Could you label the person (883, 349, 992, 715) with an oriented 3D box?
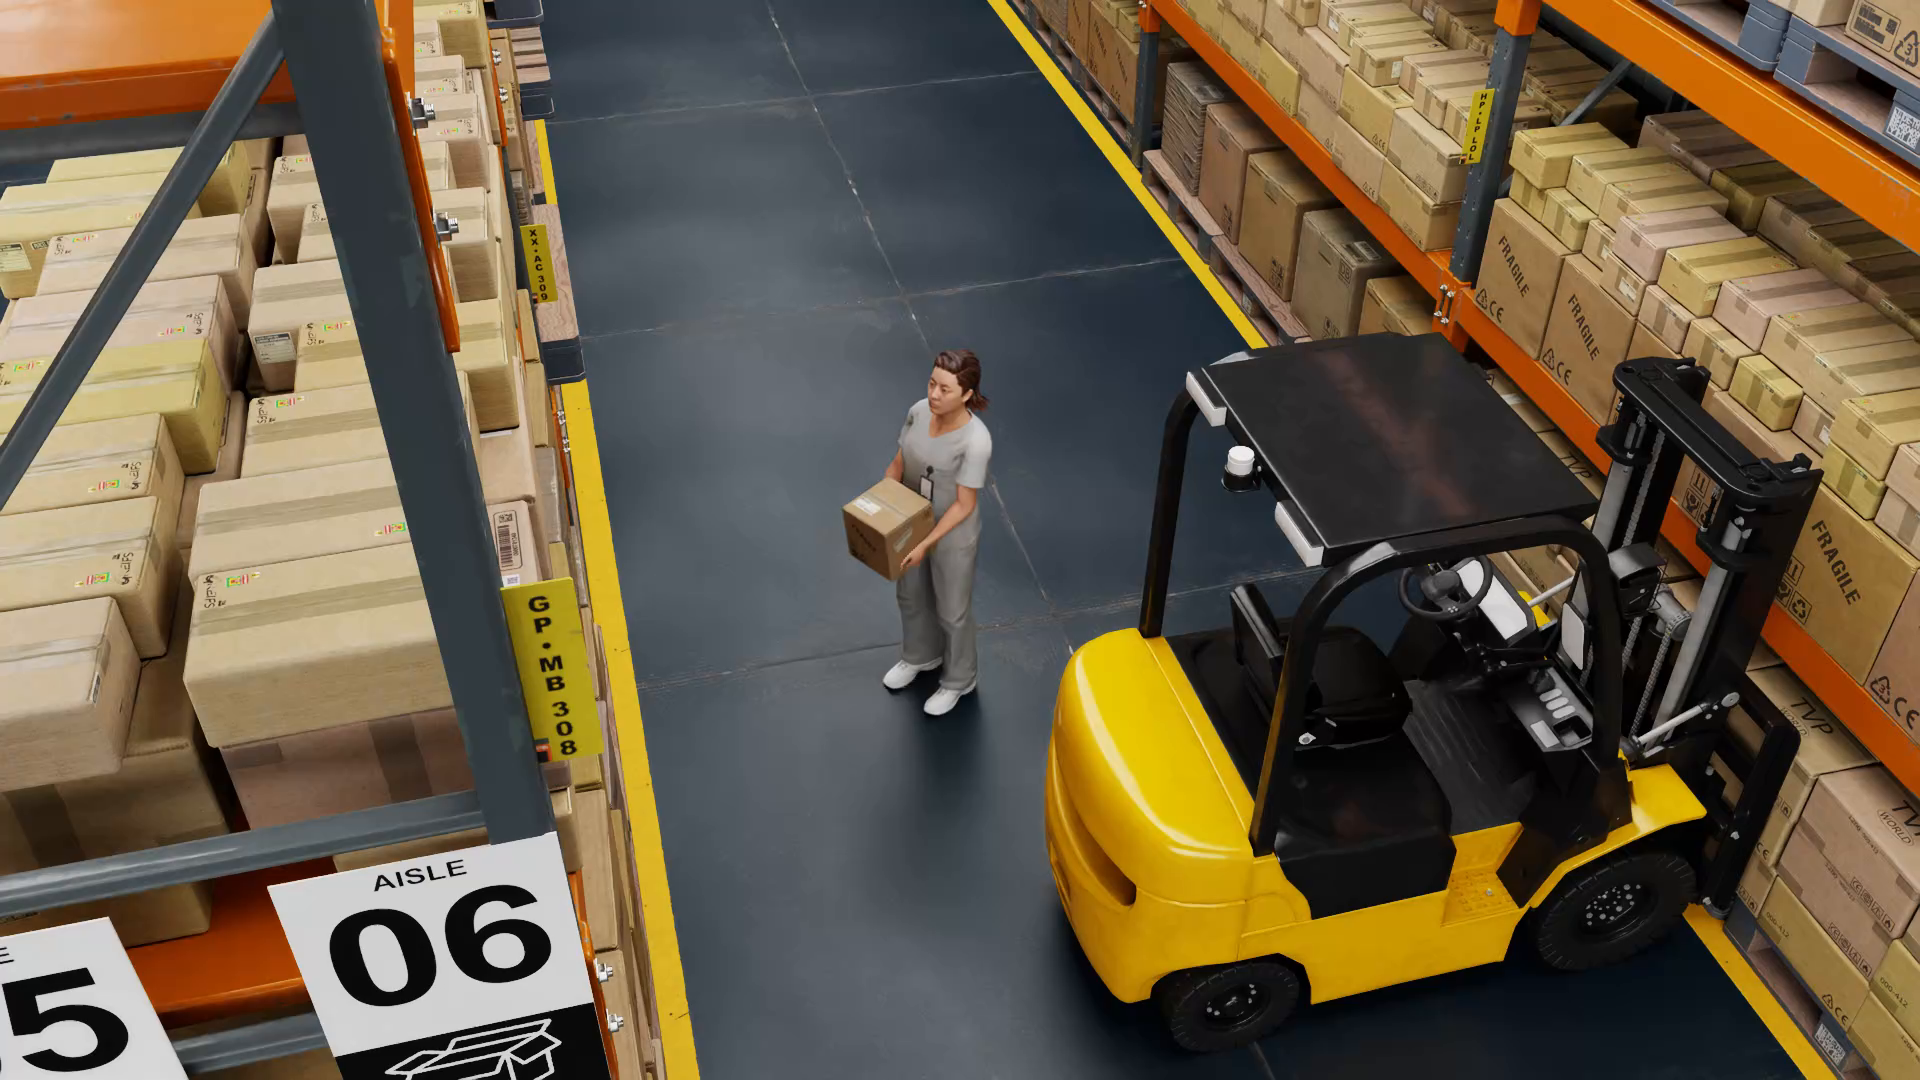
[{"bbox_3d":[-0.121,-0.002,6.719,0.551,1.671,0.444,-31,48,-33],"label":"person"}]
